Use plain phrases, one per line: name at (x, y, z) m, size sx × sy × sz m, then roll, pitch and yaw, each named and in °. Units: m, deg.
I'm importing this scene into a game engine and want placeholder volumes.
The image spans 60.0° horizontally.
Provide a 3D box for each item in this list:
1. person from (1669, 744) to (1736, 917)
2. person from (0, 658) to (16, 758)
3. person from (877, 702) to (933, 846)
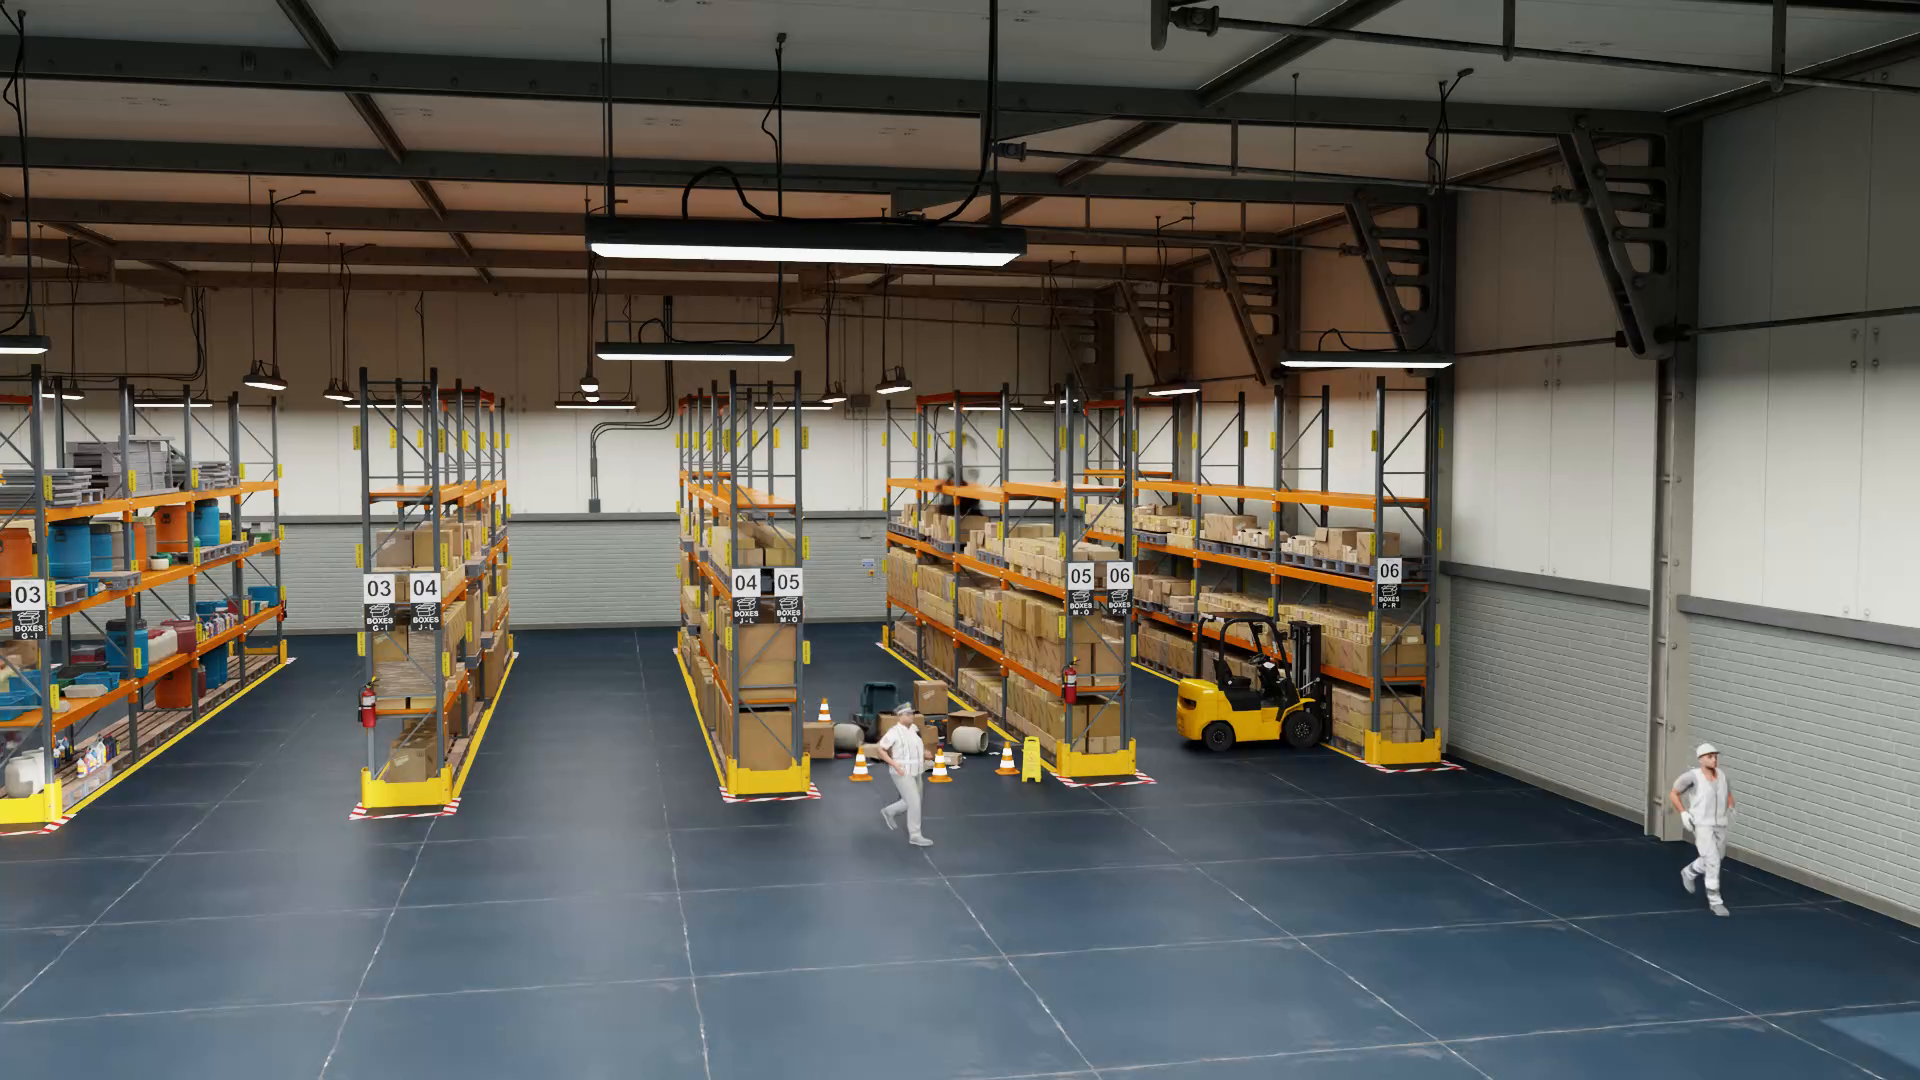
person at (7.986, 3.058, 17.817) m, size 0.657 × 1.776 × 0.867 m, roll -1°, pitch 3°, yaw -12°
person at (-15.206, 2.623, 26.306) m, size 0.590 × 1.647 × 0.767 m, roll -1°, pitch 3°, yaw -10°
person at (-0.684, 2.887, 20.728) m, size 0.885 × 1.751 × 0.676 m, roll 2°, pitch 4°, yaw 36°
